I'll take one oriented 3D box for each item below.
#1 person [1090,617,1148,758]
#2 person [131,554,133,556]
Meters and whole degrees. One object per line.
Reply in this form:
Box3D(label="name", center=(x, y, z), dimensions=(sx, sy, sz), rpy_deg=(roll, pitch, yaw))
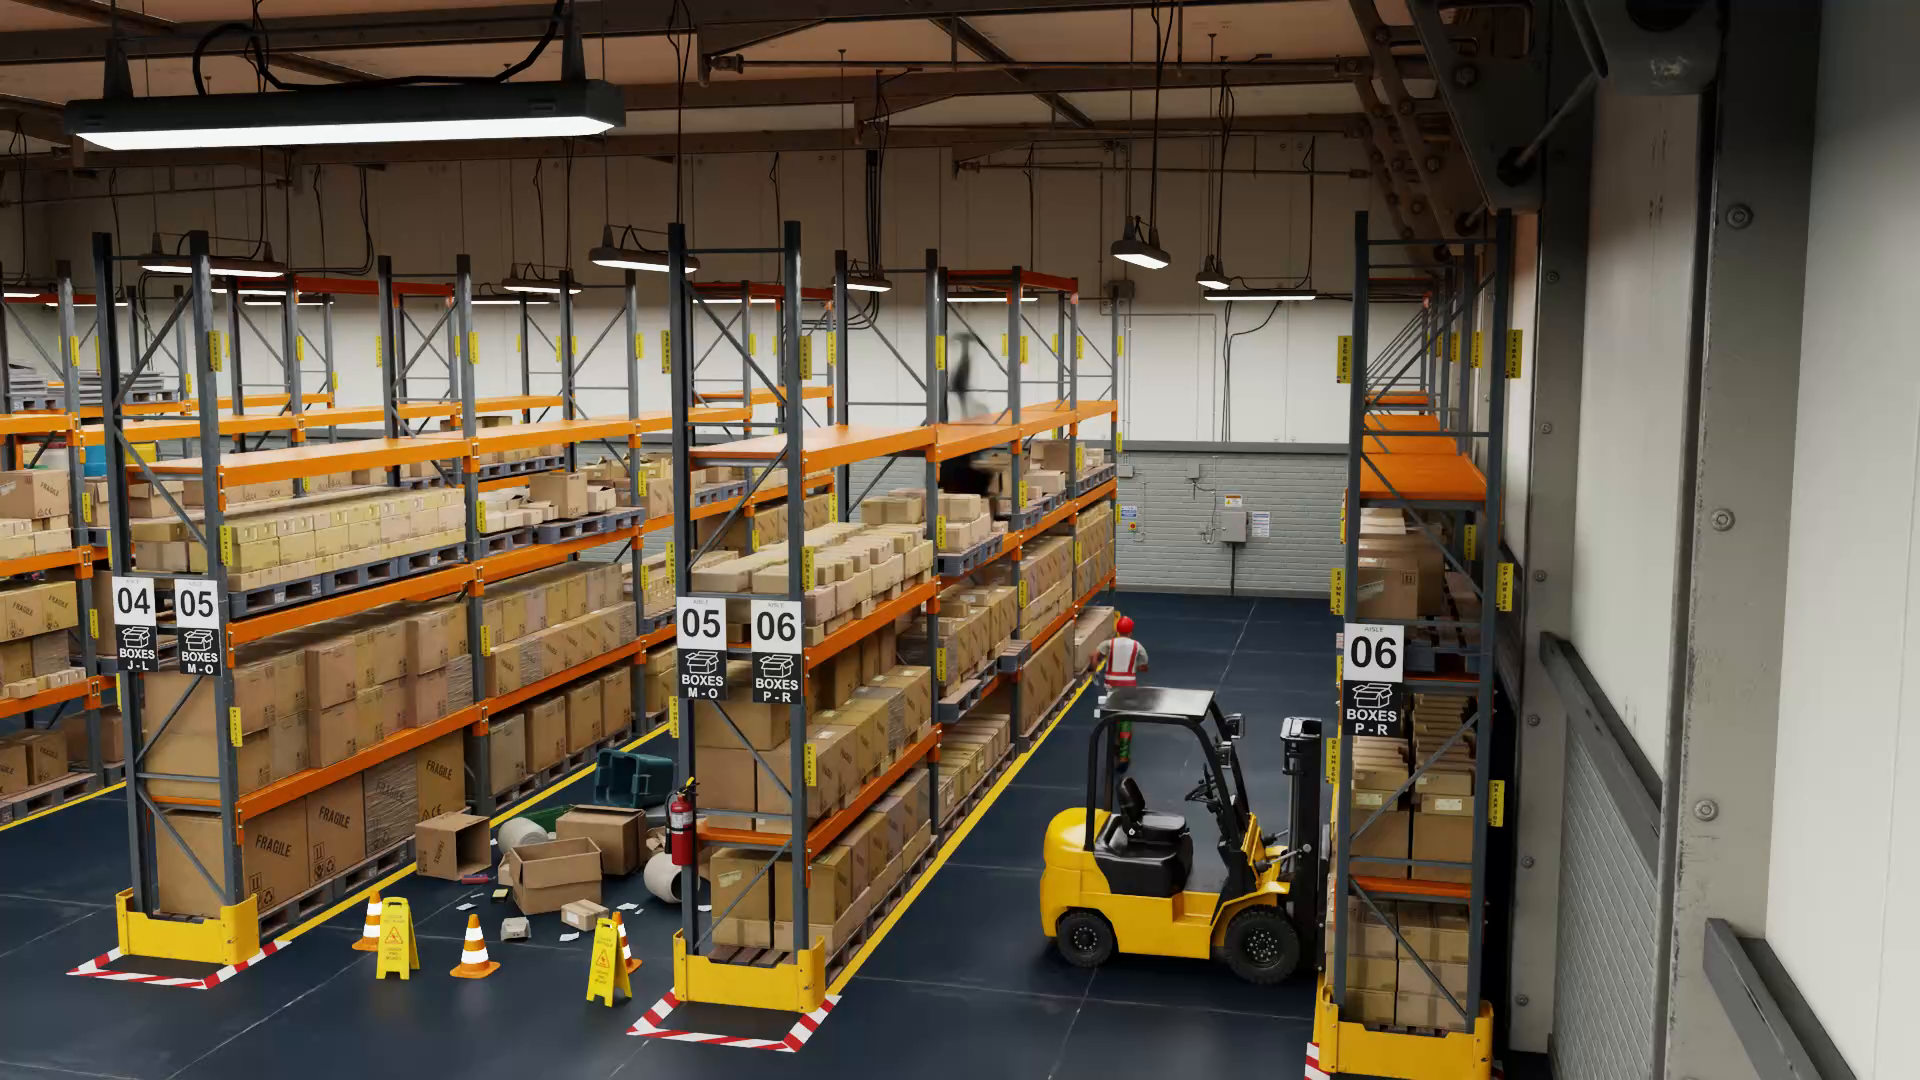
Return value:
Box3D(label="person", center=(1.947, 1.749, 20.215), dimensions=(0.663, 1.651, 0.871), rpy_deg=(2, 7, 15))
Box3D(label="person", center=(-17.168, 0.059, 34.190), dimensions=(0.839, 1.644, 0.679), rpy_deg=(5, 8, 34))
